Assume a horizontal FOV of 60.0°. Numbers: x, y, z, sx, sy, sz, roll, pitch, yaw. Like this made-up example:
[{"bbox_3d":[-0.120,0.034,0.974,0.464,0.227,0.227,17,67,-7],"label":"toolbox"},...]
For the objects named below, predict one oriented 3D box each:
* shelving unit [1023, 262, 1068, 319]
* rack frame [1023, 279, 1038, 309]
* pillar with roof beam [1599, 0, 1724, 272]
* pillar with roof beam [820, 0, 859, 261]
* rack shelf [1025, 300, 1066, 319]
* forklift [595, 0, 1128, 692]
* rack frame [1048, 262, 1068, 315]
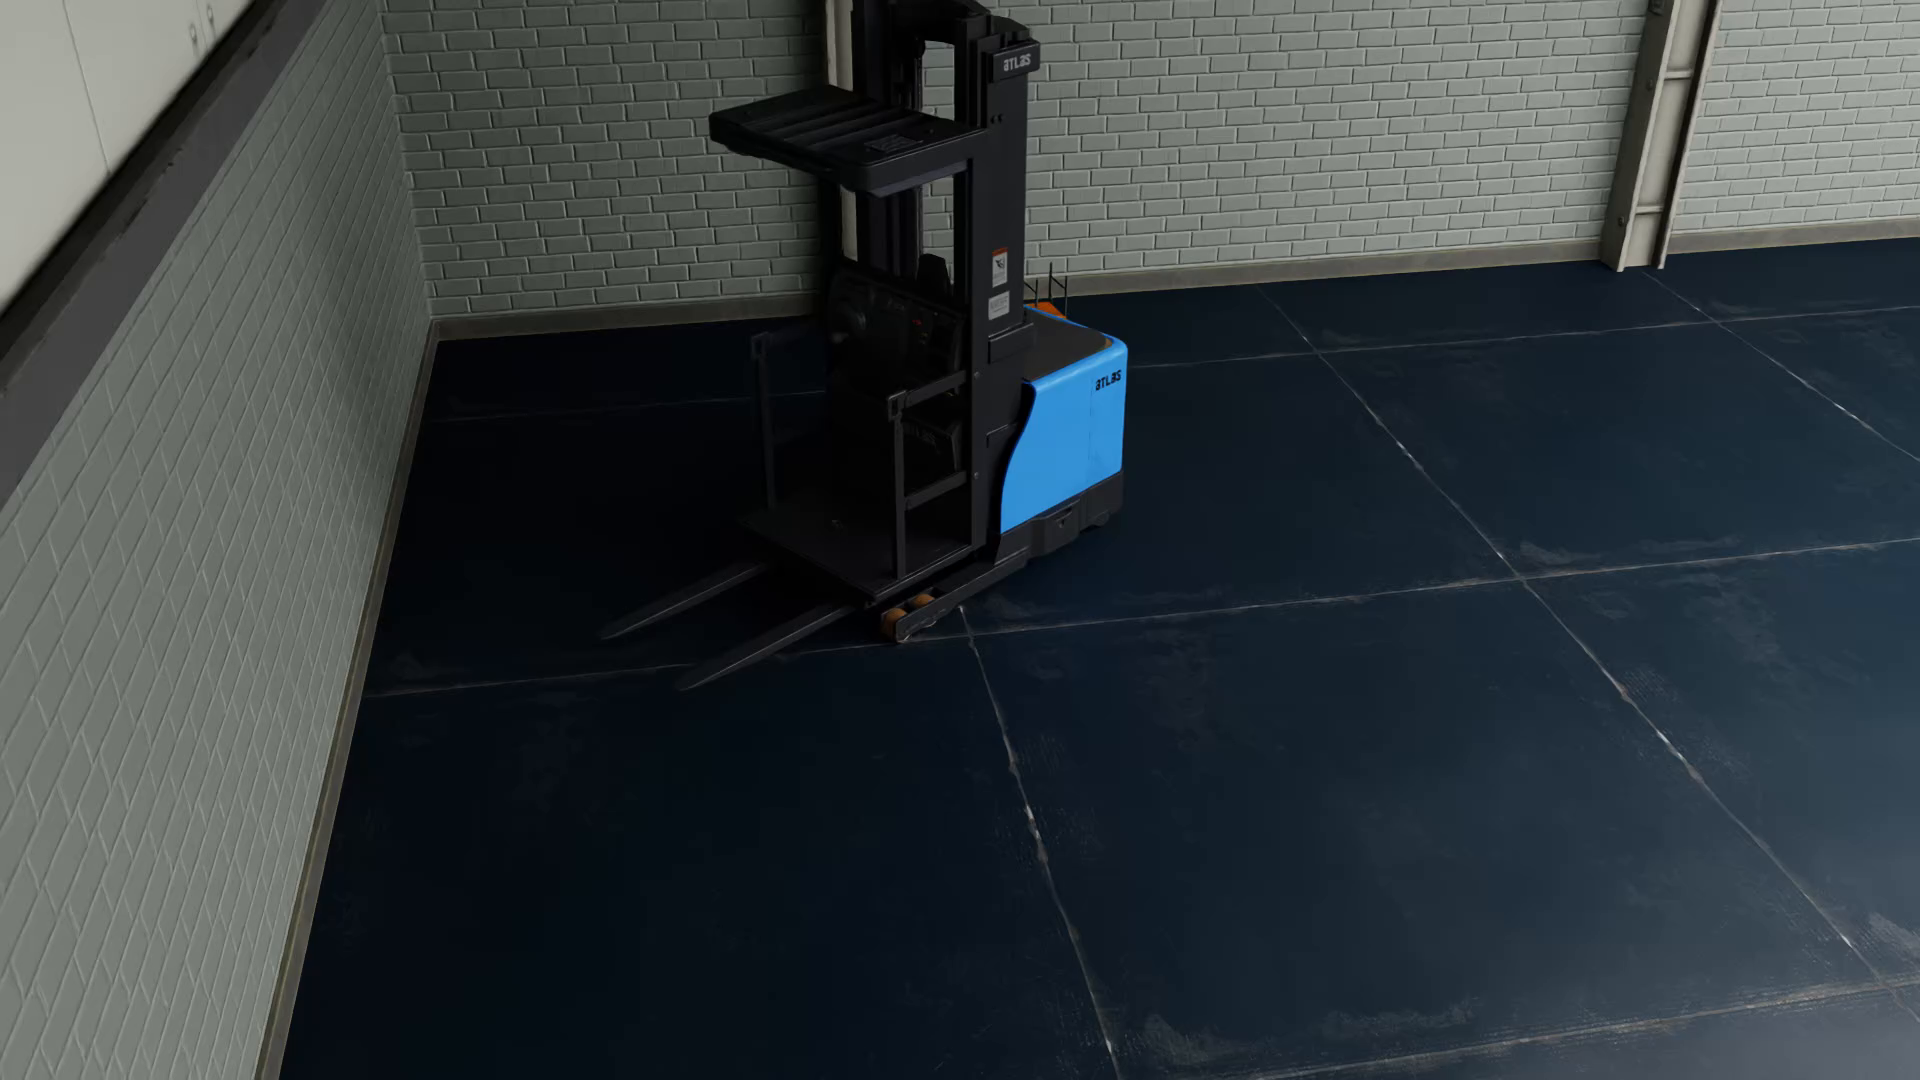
[{"bbox_3d":[0.472,-1.015,9.790,0.189,1.200,0.258,-10,32,-19],"label":"shelving unit"},{"bbox_3d":[0.386,-1.000,9.760,0.006,1.200,0.240,-10,32,-19],"label":"rack frame"},{"bbox_3d":[5.976,-3.883,6.976,0.400,9.000,9.100,-5,31,-9],"label":"pillar with roof beam"},{"bbox_3d":[0.075,-3.336,6.045,0.400,9.000,9.100,-5,31,-9],"label":"pillar with roof beam"},{"bbox_3d":[0.477,-1.288,9.632,0.180,0.103,0.258,-10,32,-19],"label":"rack shelf"},{"bbox_3d":[-0.469,-1.044,8.133,1.130,2.935,3.031,26,39,37],"label":"forklift"},{"bbox_3d":[0.557,-1.031,9.819,0.006,1.200,0.240,-10,32,-19],"label":"rack frame"}]
